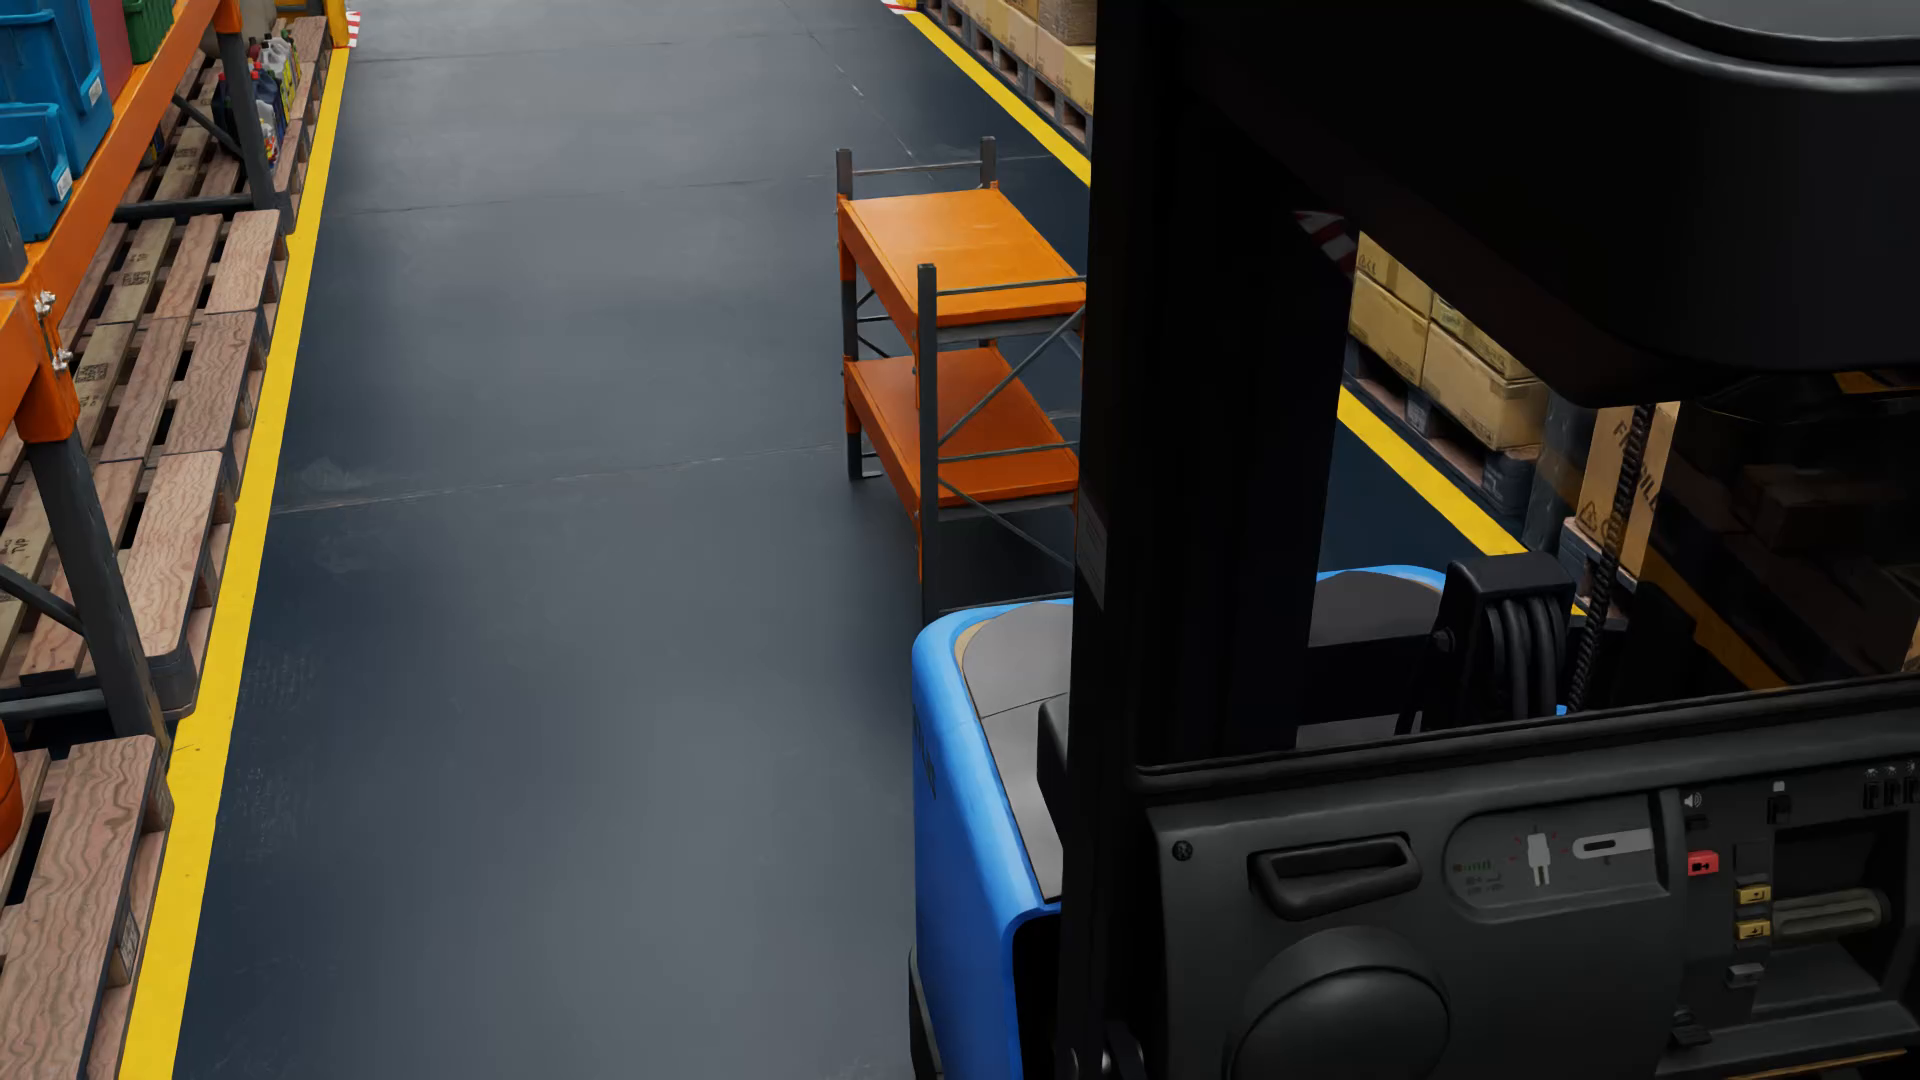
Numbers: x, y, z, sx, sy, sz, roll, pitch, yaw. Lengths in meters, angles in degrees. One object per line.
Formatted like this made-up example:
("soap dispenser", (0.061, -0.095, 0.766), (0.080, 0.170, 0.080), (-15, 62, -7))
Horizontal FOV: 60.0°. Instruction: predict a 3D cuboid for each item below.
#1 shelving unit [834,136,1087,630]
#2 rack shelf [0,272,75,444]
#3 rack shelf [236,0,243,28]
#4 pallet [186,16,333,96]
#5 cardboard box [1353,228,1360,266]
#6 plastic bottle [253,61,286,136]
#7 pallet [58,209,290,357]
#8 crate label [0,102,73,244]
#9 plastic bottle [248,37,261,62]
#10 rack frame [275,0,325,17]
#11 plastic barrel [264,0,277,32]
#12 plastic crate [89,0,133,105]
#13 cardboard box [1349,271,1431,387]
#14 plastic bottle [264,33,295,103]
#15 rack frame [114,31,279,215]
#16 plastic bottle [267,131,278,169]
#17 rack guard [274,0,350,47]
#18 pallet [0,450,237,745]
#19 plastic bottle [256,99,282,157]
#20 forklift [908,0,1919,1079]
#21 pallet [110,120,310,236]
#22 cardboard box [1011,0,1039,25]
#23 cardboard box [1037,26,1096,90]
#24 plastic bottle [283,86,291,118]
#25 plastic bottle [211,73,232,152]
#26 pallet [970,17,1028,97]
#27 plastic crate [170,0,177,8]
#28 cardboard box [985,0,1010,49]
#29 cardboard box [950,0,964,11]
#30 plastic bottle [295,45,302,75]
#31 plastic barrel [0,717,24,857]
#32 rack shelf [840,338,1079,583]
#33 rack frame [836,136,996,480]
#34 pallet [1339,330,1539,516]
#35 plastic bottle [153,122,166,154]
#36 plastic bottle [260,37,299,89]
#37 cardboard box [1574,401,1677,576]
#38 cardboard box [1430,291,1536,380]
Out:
("shelving unit", (0.002, -0.484, 4.963), (0.538, 1.125, 1.048), (-8, 31, -13))
("rack shelf", (-1.987, 0.608, 1.923), (1.077, 0.370, 4.000), (-8, 31, -13))
("rack shelf", (-4.110, -3.256, 8.599), (1.077, 0.370, 4.000), (-8, 31, -13))
("pallet", (-4.365, -2.903, 10.054), (1.003, 0.211, 1.213), (-8, 31, -13))
("cardboard box", (1.607, -1.275, 6.225), (0.500, 0.311, 0.500), (-8, 31, -14))
("plastic bottle", (-3.443, -2.181, 8.230), (0.144, 0.351, 0.185), (-9, 31, -15))
("pallet", (-3.333, -1.020, 6.802), (1.003, 0.211, 1.213), (-8, 31, -13))
("crate label", (-2.268, -0.850, 3.892), (0.303, 0.233, 0.416), (-8, 31, -13))
("plastic bottle", (-3.793, -2.579, 8.985), (0.061, 0.283, 0.133), (-8, 31, -13))
("rack frame", (-4.641, -4.533, 10.088), (1.000, 3.000, 0.127), (-8, 31, -13))
("plastic barrel", (-4.392, -3.331, 10.074), (0.421, 0.512, 0.421), (0, 30, 0))
("plastic crate", (-2.651, -1.518, 4.815), (0.402, 0.464, 0.583), (-8, 31, -13))
("cardboard box", (1.744, -0.788, 5.943), (0.500, 0.250, 0.500), (-8, 31, -14))
("plastic bottle", (-3.606, -2.477, 8.740), (0.144, 0.351, 0.185), (-7, 31, -11))
("rack frame", (-3.579, -2.601, 6.750), (1.000, 3.000, 0.127), (-8, 31, -13))
("plastic bottle", (-3.268, -1.842, 7.792), (0.097, 0.201, 0.097), (0, 30, 0))
("rack guard", (-4.575, -3.421, 10.661), (1.175, 0.500, 0.348), (-8, 31, -13))
("pallet", (-2.686, 0.158, 4.766), (1.003, 0.211, 1.213), (-8, 31, -13))
("plastic bottle", (-3.353, -1.978, 7.952), (0.152, 0.276, 0.135), (-7, 31, -11))
("forklift", (0.694, 0.462, 1.525), (1.130, 2.935, 3.031), (-6, 31, -10))
("pallet", (-3.717, -1.724, 8.018), (1.003, 0.211, 1.213), (-8, 31, -13))
("cardboard box", (0.606, -3.253, 9.453), (0.500, 0.500, 0.500), (-8, 31, -13))
("cardboard box", (0.741, -2.688, 9.224), (0.500, 0.250, 0.500), (-8, 31, -13))
("plastic bottle", (-3.496, -2.257, 8.509), (0.097, 0.201, 0.097), (0, 30, 0))
("plastic bottle", (-3.532, -2.071, 8.039), (0.144, 0.351, 0.185), (-8, 31, -13))
("pallet", (0.699, -3.031, 10.276), (1.003, 0.211, 1.213), (-8, 31, -13))
("plastic crate", (-2.986, -2.103, 5.905), (0.392, 0.384, 0.575), (-8, 31, -13))
("cardboard box", (0.460, -3.168, 10.055), (0.500, 0.250, 0.500), (-8, 31, -13))
("cardboard box", (0.200, -3.652, 10.891), (0.500, 0.250, 0.500), (-8, 31, -13))
("plastic bottle", (-3.731, -2.684, 9.247), (0.097, 0.201, 0.097), (0, 30, 0))
("plastic barrel", (-2.371, 0.322, 3.446), (0.600, 0.830, 0.708), (-8, 31, -13))
("rack shelf", (0.002, -0.272, 5.085), (0.538, 0.278, 1.000), (-8, 31, -13))
("rack frame", (-0.133, -0.729, 5.387), (0.500, 1.125, 0.032), (-8, 31, -13))
("pallet", (2.078, -0.522, 5.941), (1.003, 0.211, 1.213), (-8, 31, -13))
("plastic bottle", (-3.943, -2.010, 8.008), (0.152, 0.276, 0.135), (-8, 31, -13))
("plastic bottle", (-3.690, -2.591, 9.011), (0.152, 0.276, 0.135), (-8, 31, -13))
("cardboard box", (2.105, -0.177, 4.617), (0.500, 0.500, 0.500), (-7, 31, -11))
("cardboard box", (1.883, -0.781, 5.371), (0.500, 0.311, 0.500), (-7, 31, -12))
